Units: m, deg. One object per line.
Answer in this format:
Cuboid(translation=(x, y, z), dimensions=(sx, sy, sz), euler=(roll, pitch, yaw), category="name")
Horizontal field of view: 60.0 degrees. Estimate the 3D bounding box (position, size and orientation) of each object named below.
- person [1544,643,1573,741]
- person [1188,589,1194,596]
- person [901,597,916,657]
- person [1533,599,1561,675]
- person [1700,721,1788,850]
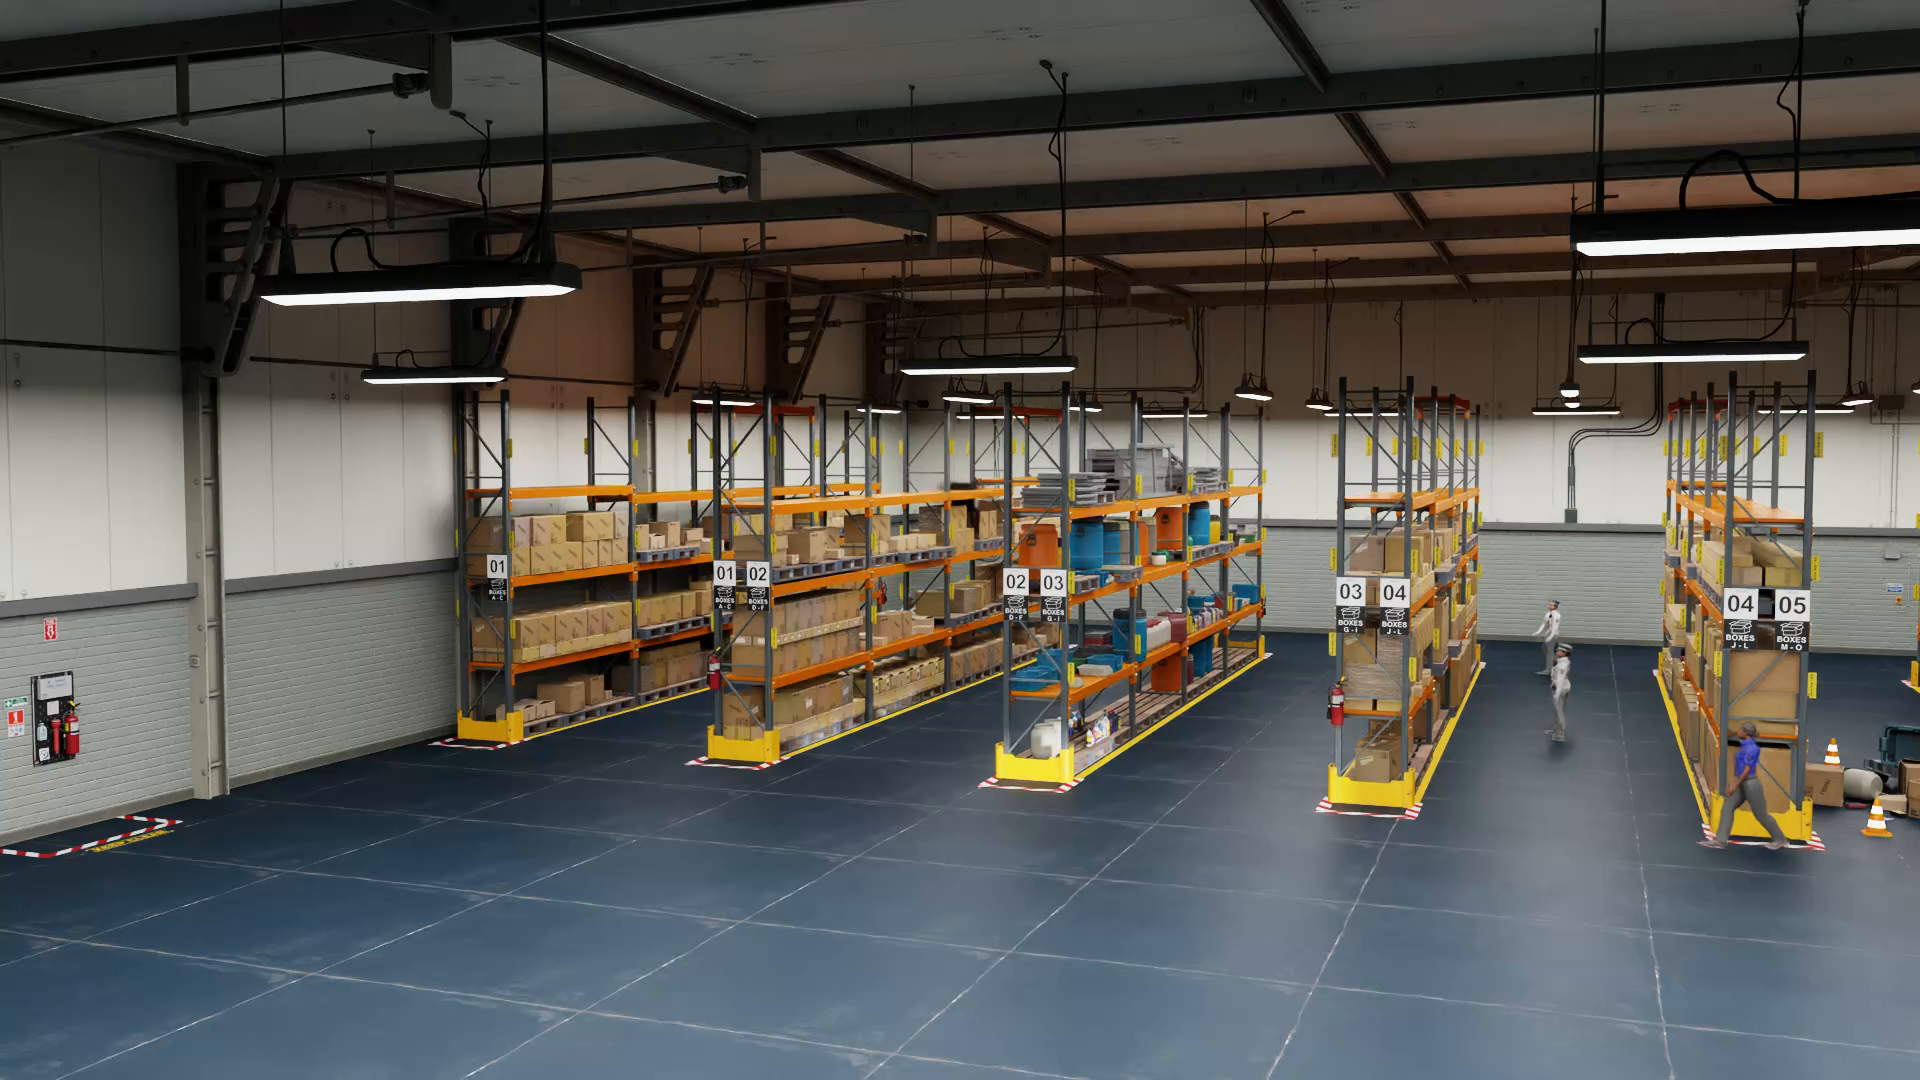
Cuboid(translation=(10.264, 2.587, 28.623), dimensions=(0.571, 1.680, 0.524), euler=(3, 4, 43), category="person")
Cuboid(translation=(5.267, 2.006, 38.840), dimensions=(0.516, 1.720, 0.562), euler=(1, 3, 13), category="person")
Cuboid(translation=(-1.144, 2.092, 37.586), dimensions=(0.499, 1.596, 0.928), euler=(2, 4, 27), category="person")
Cuboid(translation=(12.965, 2.132, 36.698), dimensions=(0.621, 1.681, 0.504), euler=(1, 3, 17), category="person")
Cuboid(translation=(9.740, 3.050, 20.600), dimensions=(1.003, 1.612, 0.403), euler=(0, 3, -4), category="person")
